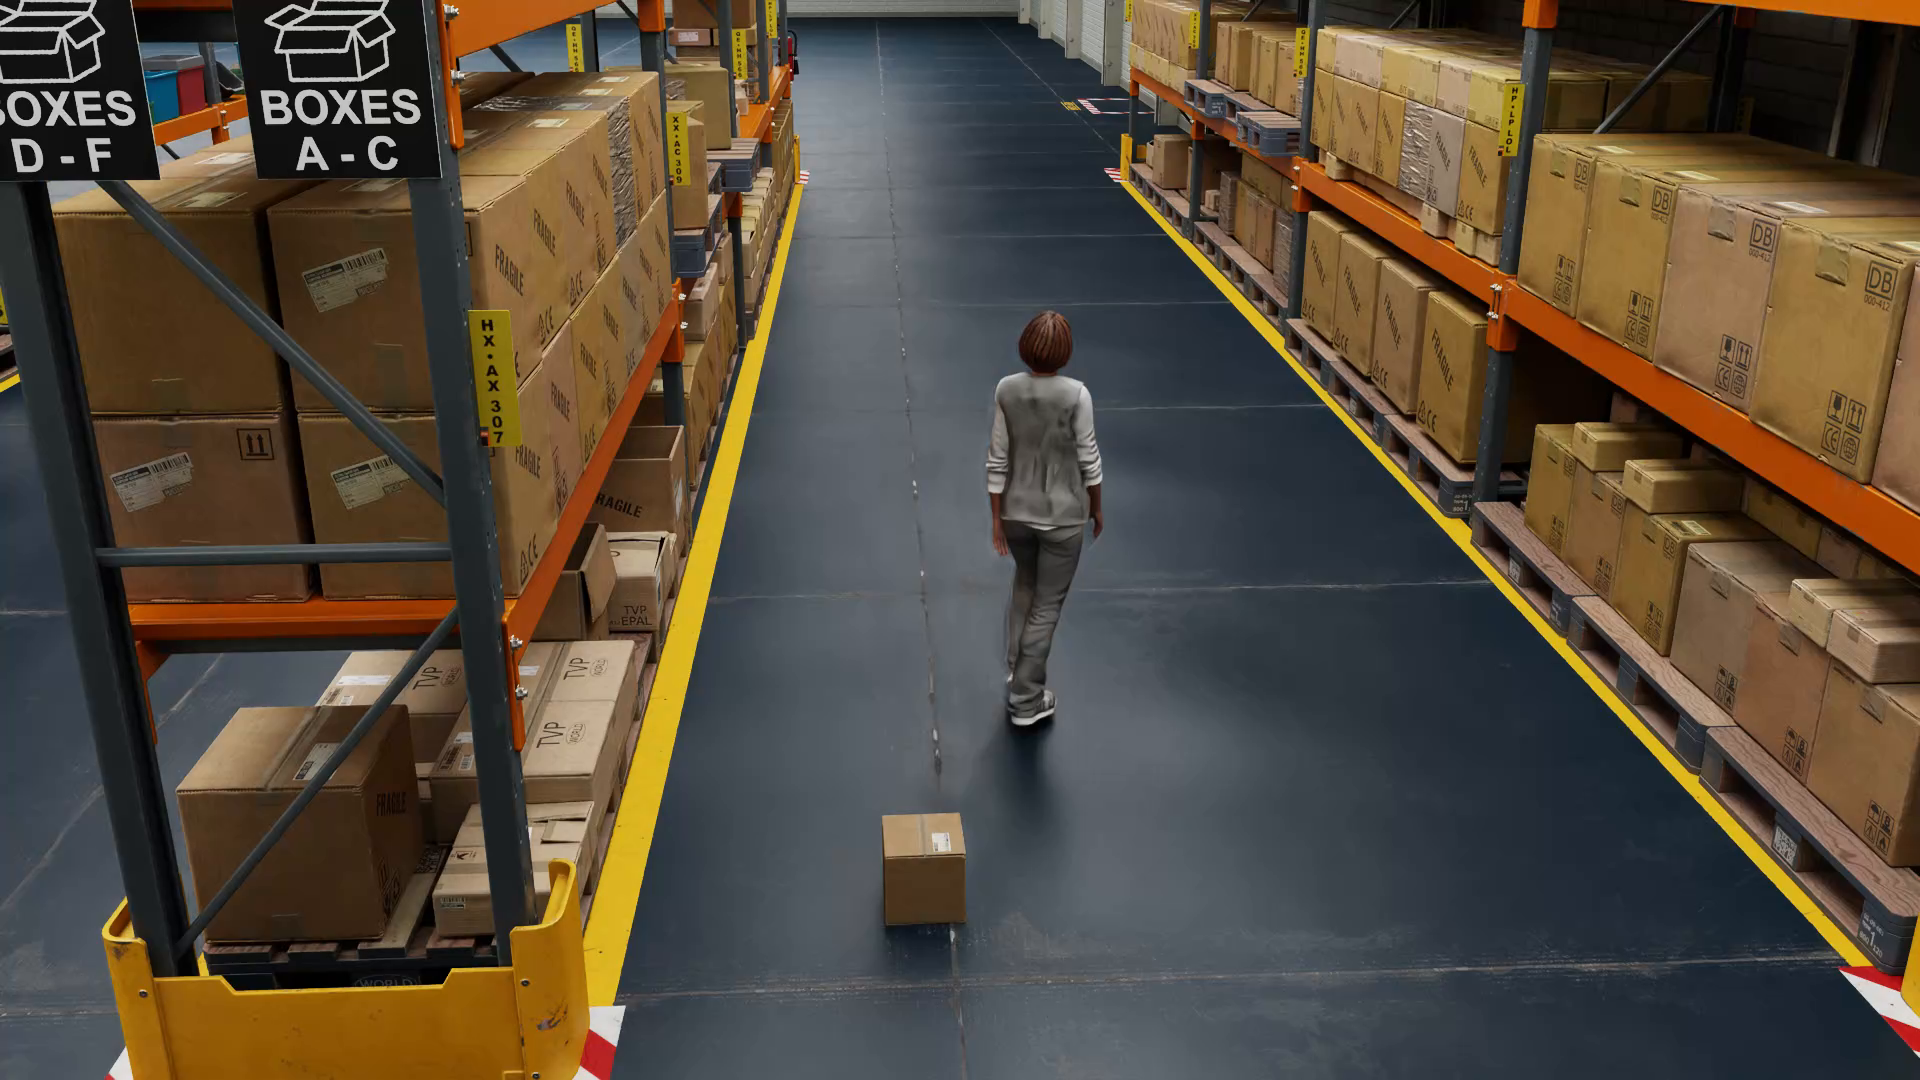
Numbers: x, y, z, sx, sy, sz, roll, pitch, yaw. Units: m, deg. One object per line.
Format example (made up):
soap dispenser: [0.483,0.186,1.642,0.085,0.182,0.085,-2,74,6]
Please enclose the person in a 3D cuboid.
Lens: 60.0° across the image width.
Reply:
person: [0.315,-0.058,6.248,0.405,1.636,0.482,9,23,23]
